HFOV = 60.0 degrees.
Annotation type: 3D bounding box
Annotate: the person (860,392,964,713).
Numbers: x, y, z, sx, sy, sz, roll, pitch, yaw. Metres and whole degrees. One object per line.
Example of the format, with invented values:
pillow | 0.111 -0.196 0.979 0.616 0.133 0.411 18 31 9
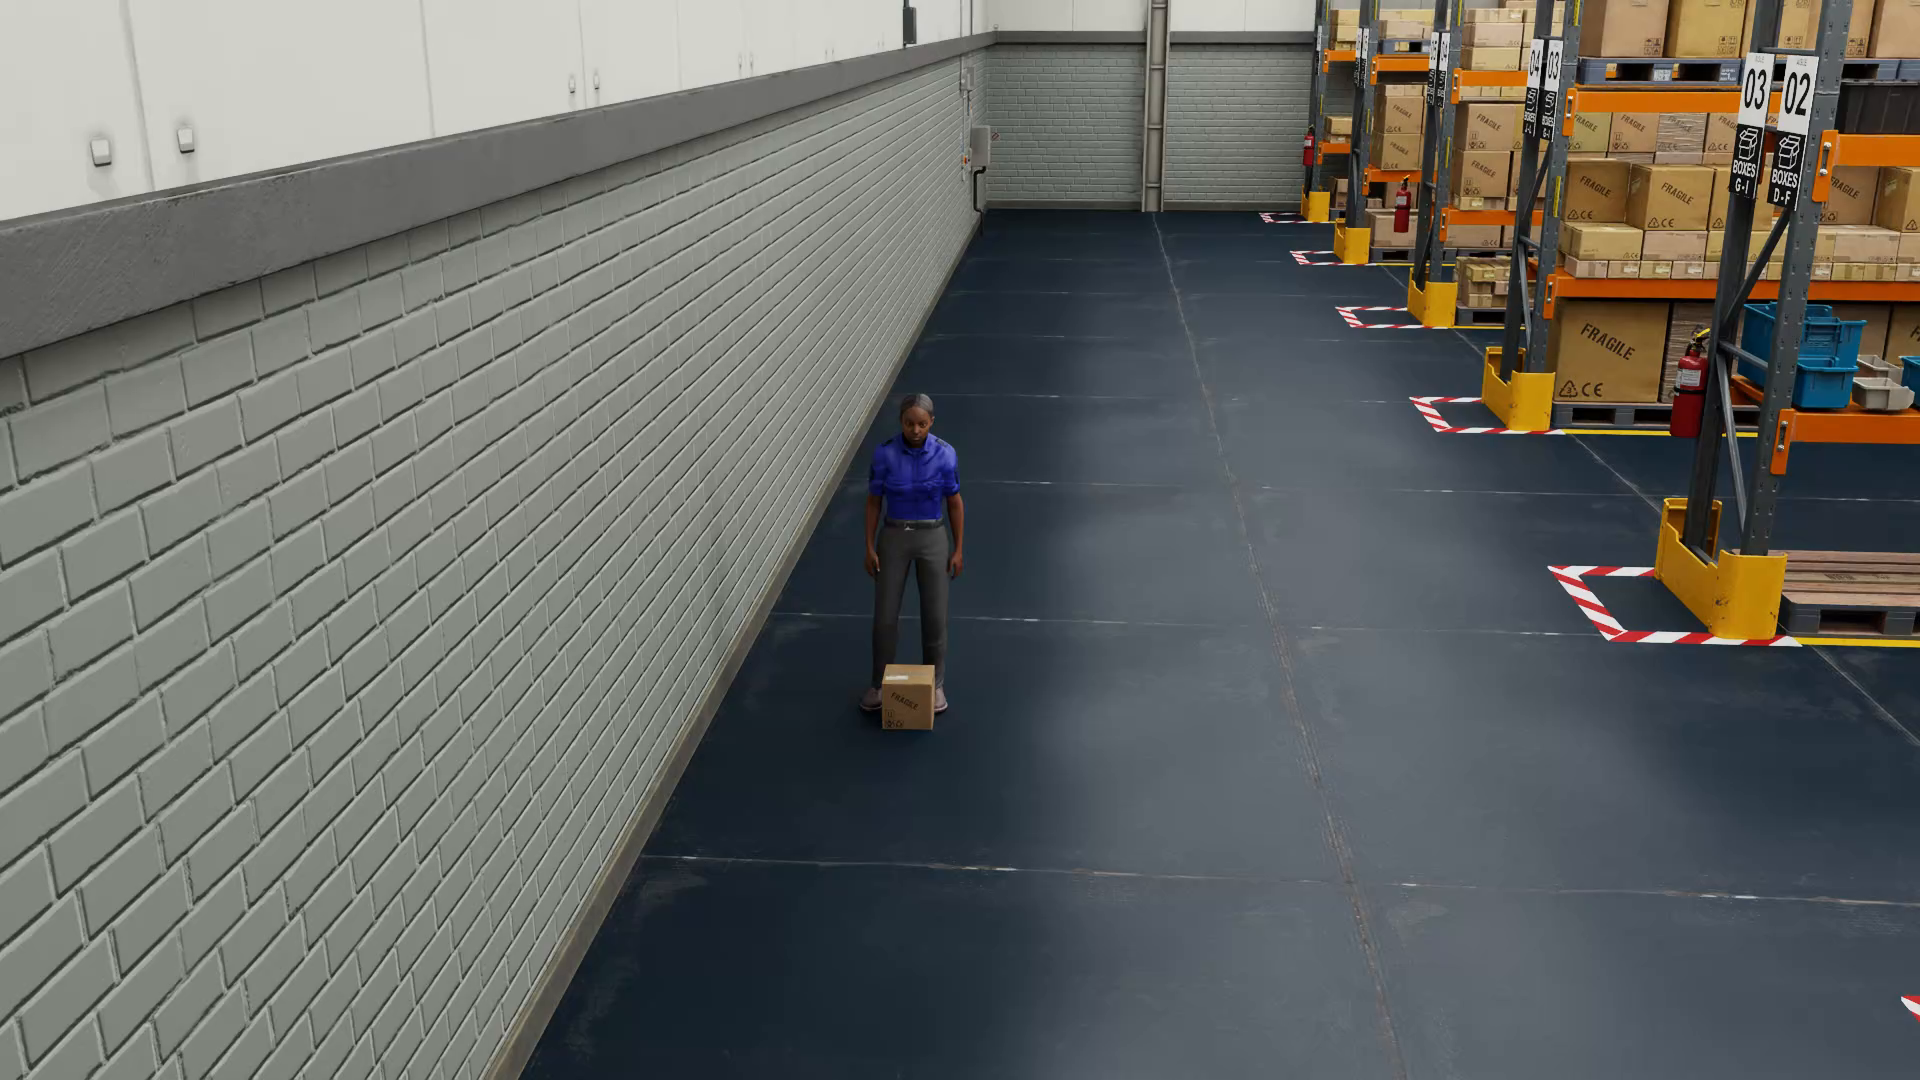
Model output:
person | -0.246 0.052 8.394 0.532 1.655 0.348 0 18 1
